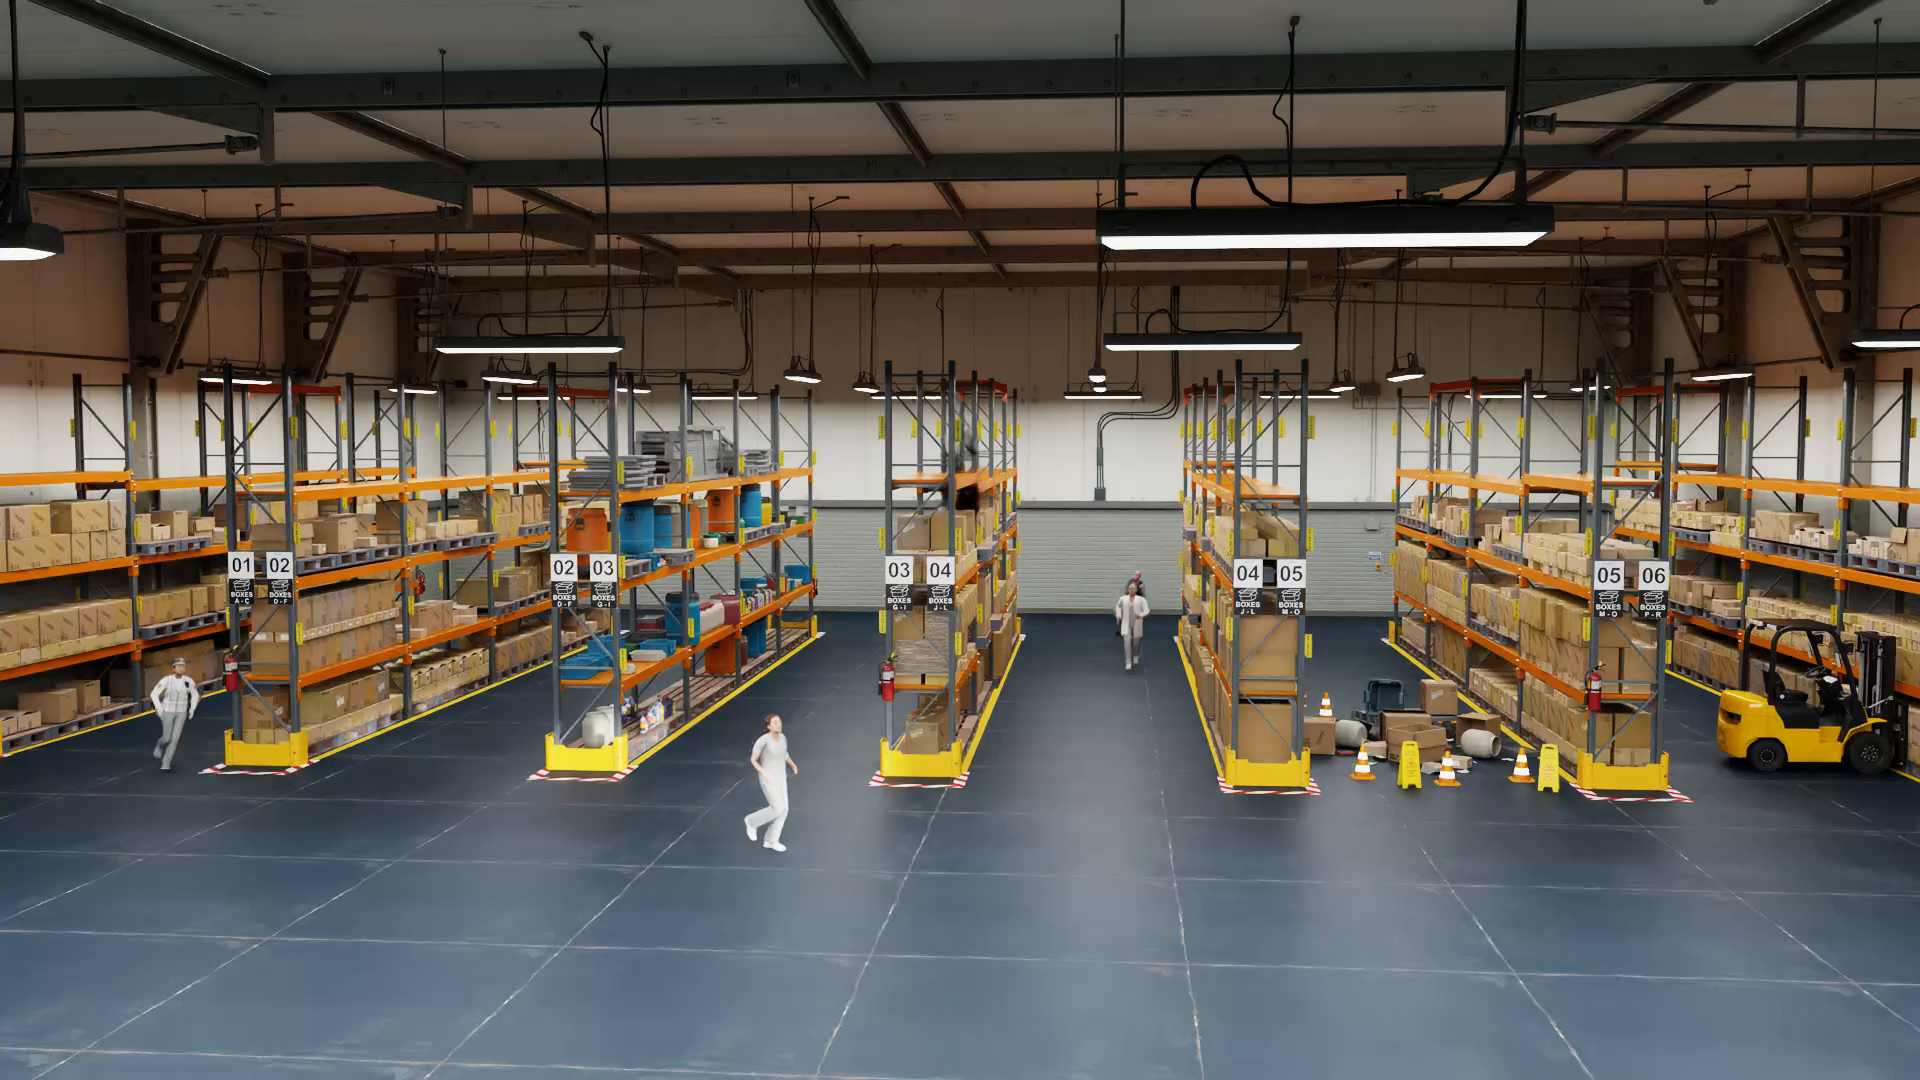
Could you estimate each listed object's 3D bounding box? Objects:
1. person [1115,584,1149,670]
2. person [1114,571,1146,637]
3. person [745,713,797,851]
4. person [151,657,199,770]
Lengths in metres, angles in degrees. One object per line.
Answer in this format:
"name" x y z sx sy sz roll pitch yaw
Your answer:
"person" 3.615 1.797 34.972 0.728 1.759 1.034 1 4 10
"person" 4.085 1.547 39.998 0.834 1.639 0.645 3 5 35
"person" -2.250 2.883 19.940 0.605 1.639 0.560 3 5 36
"person" -11.664 2.560 24.769 0.659 1.624 0.558 -3 5 -35
